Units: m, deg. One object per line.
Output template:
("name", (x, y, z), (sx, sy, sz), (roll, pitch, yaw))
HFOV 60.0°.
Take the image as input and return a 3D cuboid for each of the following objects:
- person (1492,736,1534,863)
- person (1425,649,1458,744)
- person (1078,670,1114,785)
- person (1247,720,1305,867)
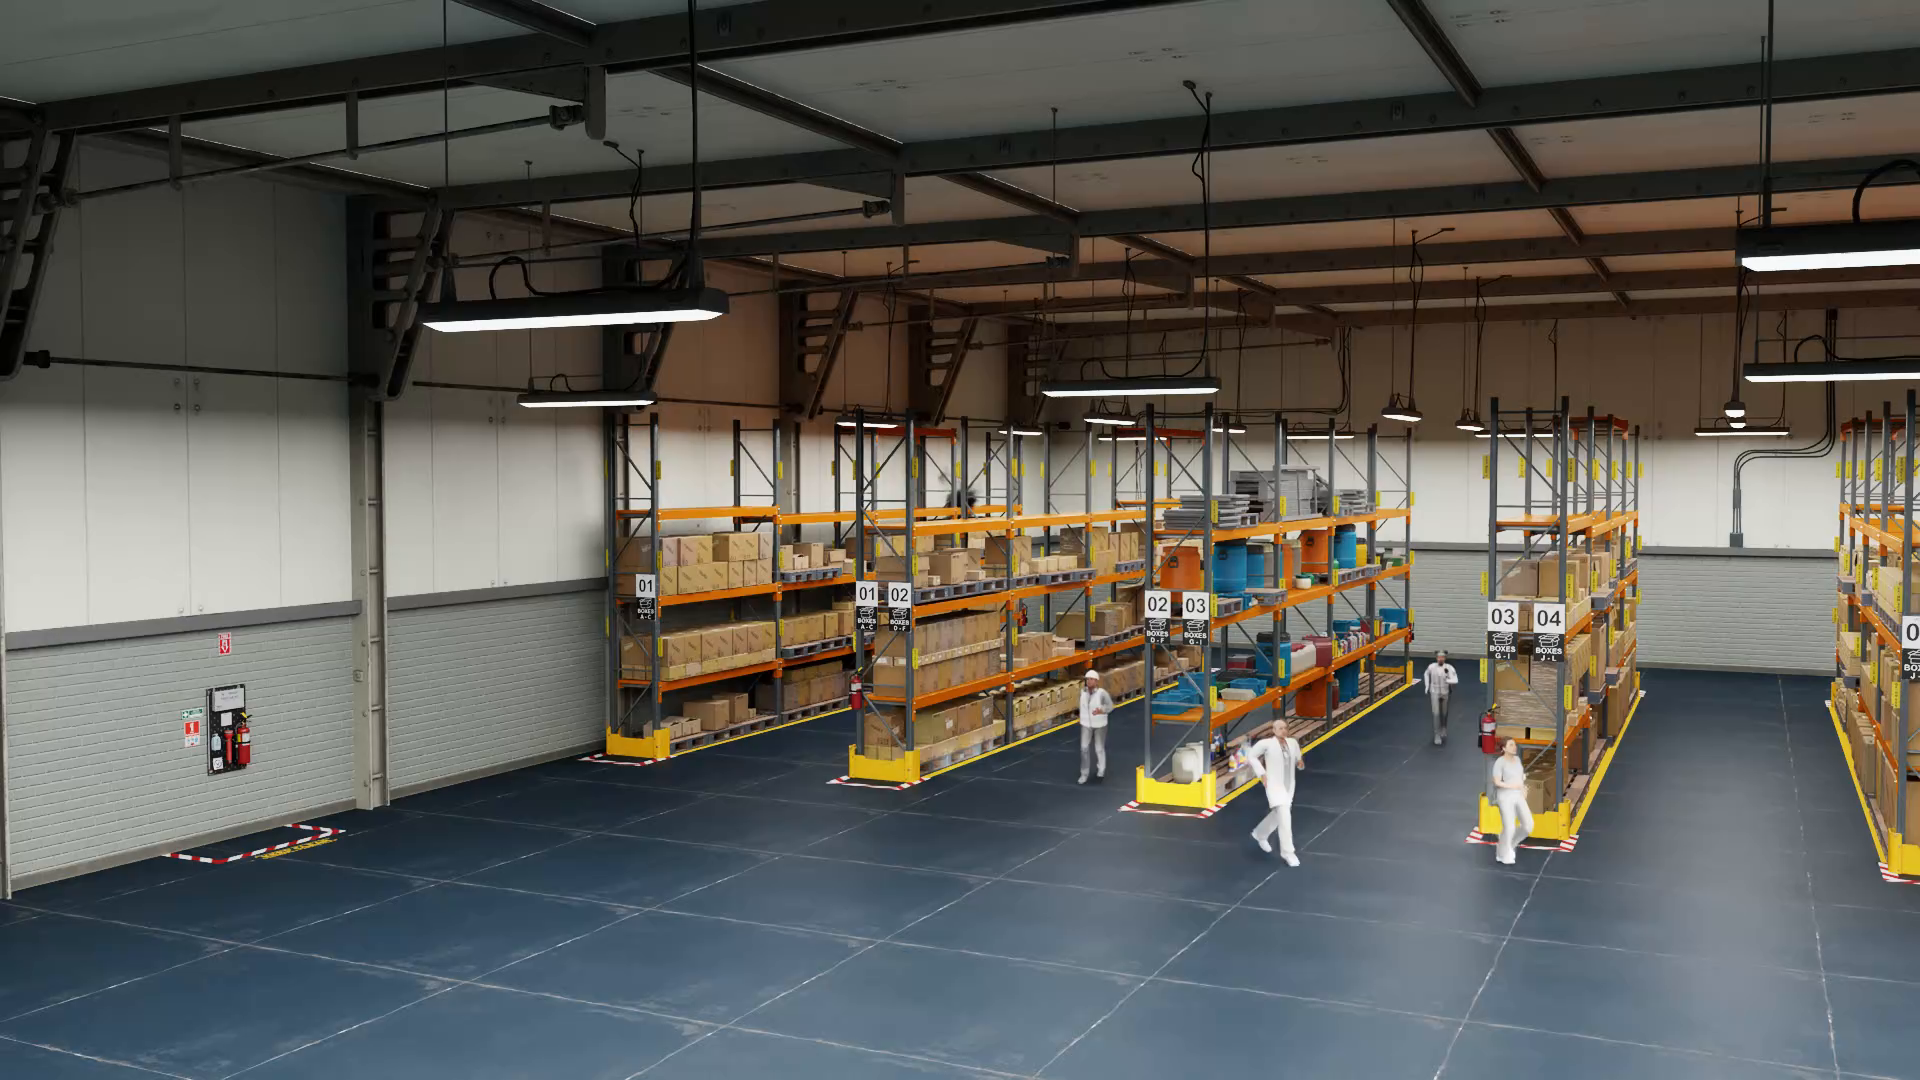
("person", (6.991, 3.293, 21.008), (0.567, 1.627, 0.565), (-1, 3, -22))
("person", (8.847, 2.843, 30.584), (0.600, 1.699, 0.927), (1, 3, 17))
("person", (2.168, 2.995, 26.652), (0.651, 1.828, 0.788), (1, 3, 21))
("person", (4.112, 3.207, 21.403), (0.677, 1.817, 0.974), (-1, 3, -29))
